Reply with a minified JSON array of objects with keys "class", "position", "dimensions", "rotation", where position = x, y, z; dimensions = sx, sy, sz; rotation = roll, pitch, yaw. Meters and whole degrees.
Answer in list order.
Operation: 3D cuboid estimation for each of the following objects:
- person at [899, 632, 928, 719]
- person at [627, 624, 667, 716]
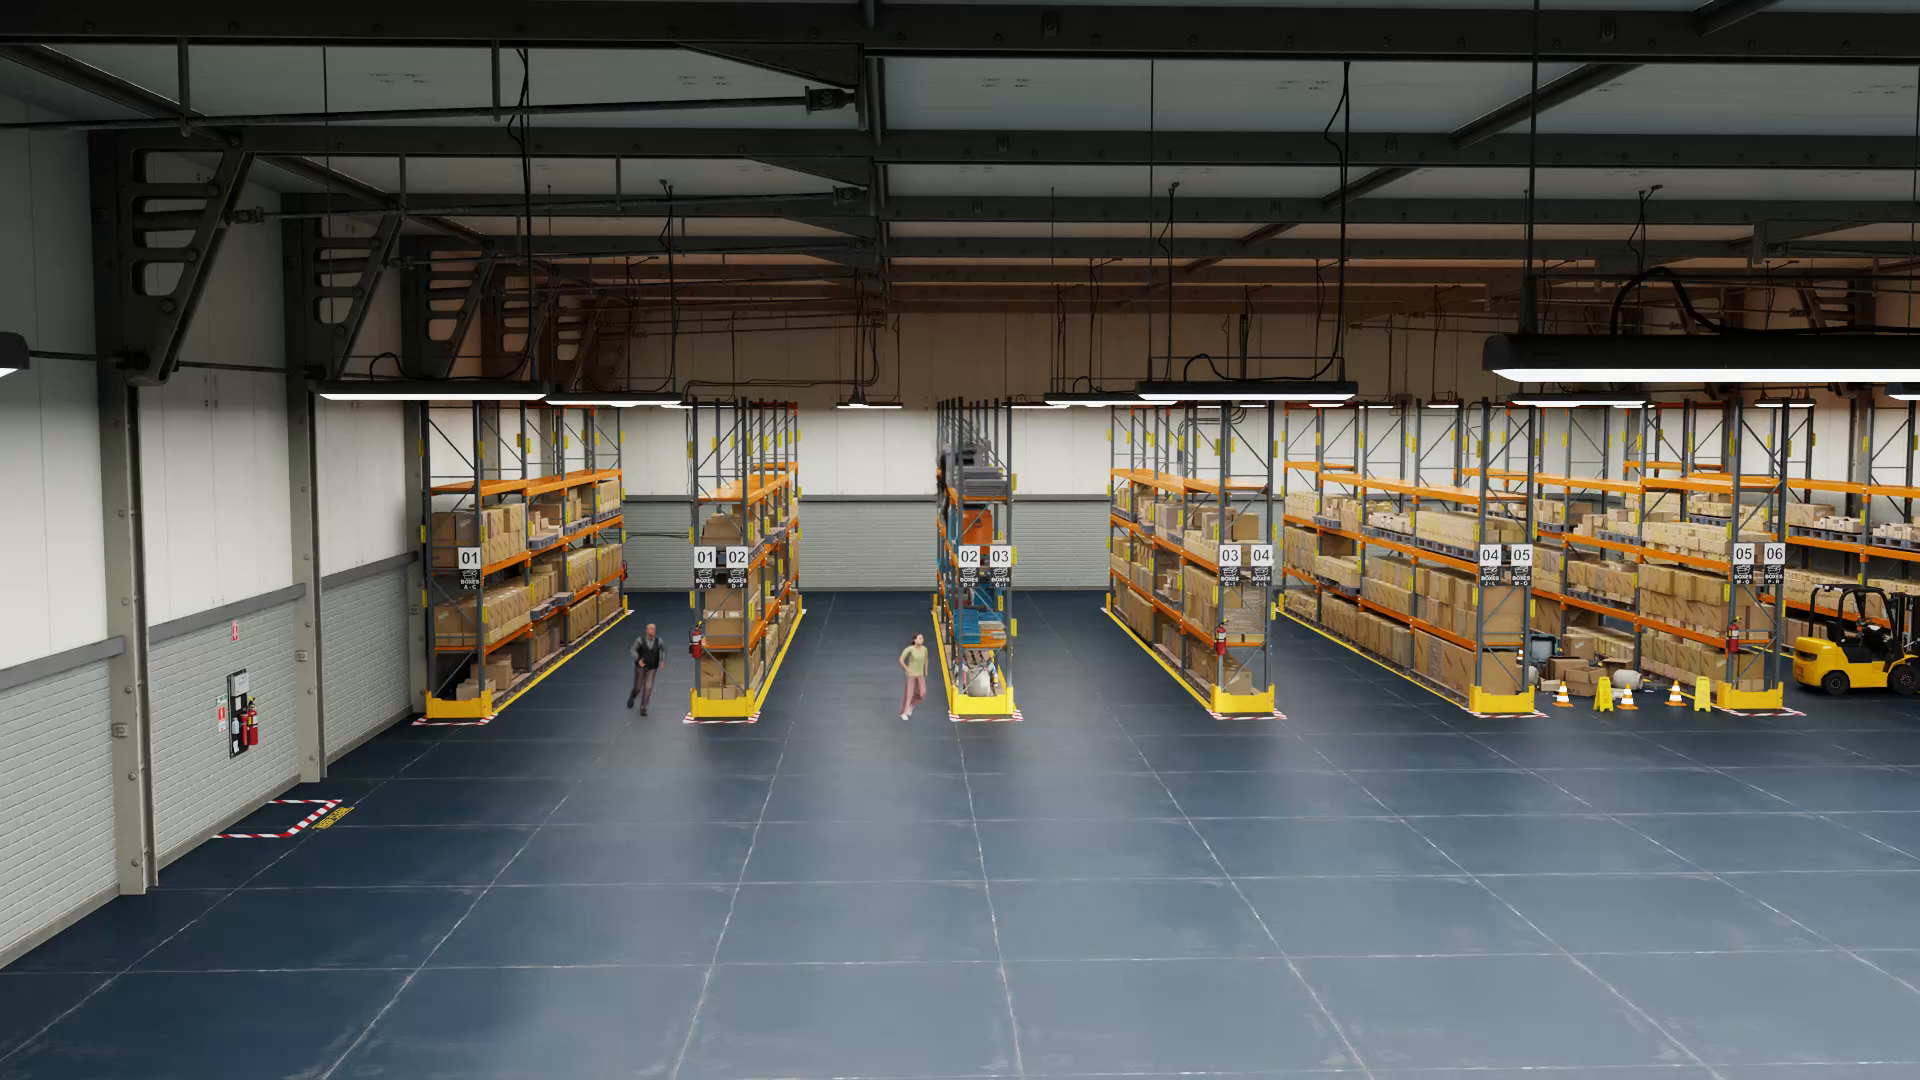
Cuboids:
[{"class":"person","position":[-0.804,2.527,30.966],"dimensions":[0.636,1.614,0.521],"rotation":[-2,5,-26]},{"class":"person","position":[-5.921,2.440,31.592],"dimensions":[0.738,1.700,0.827],"rotation":[-2,5,-20]}]
